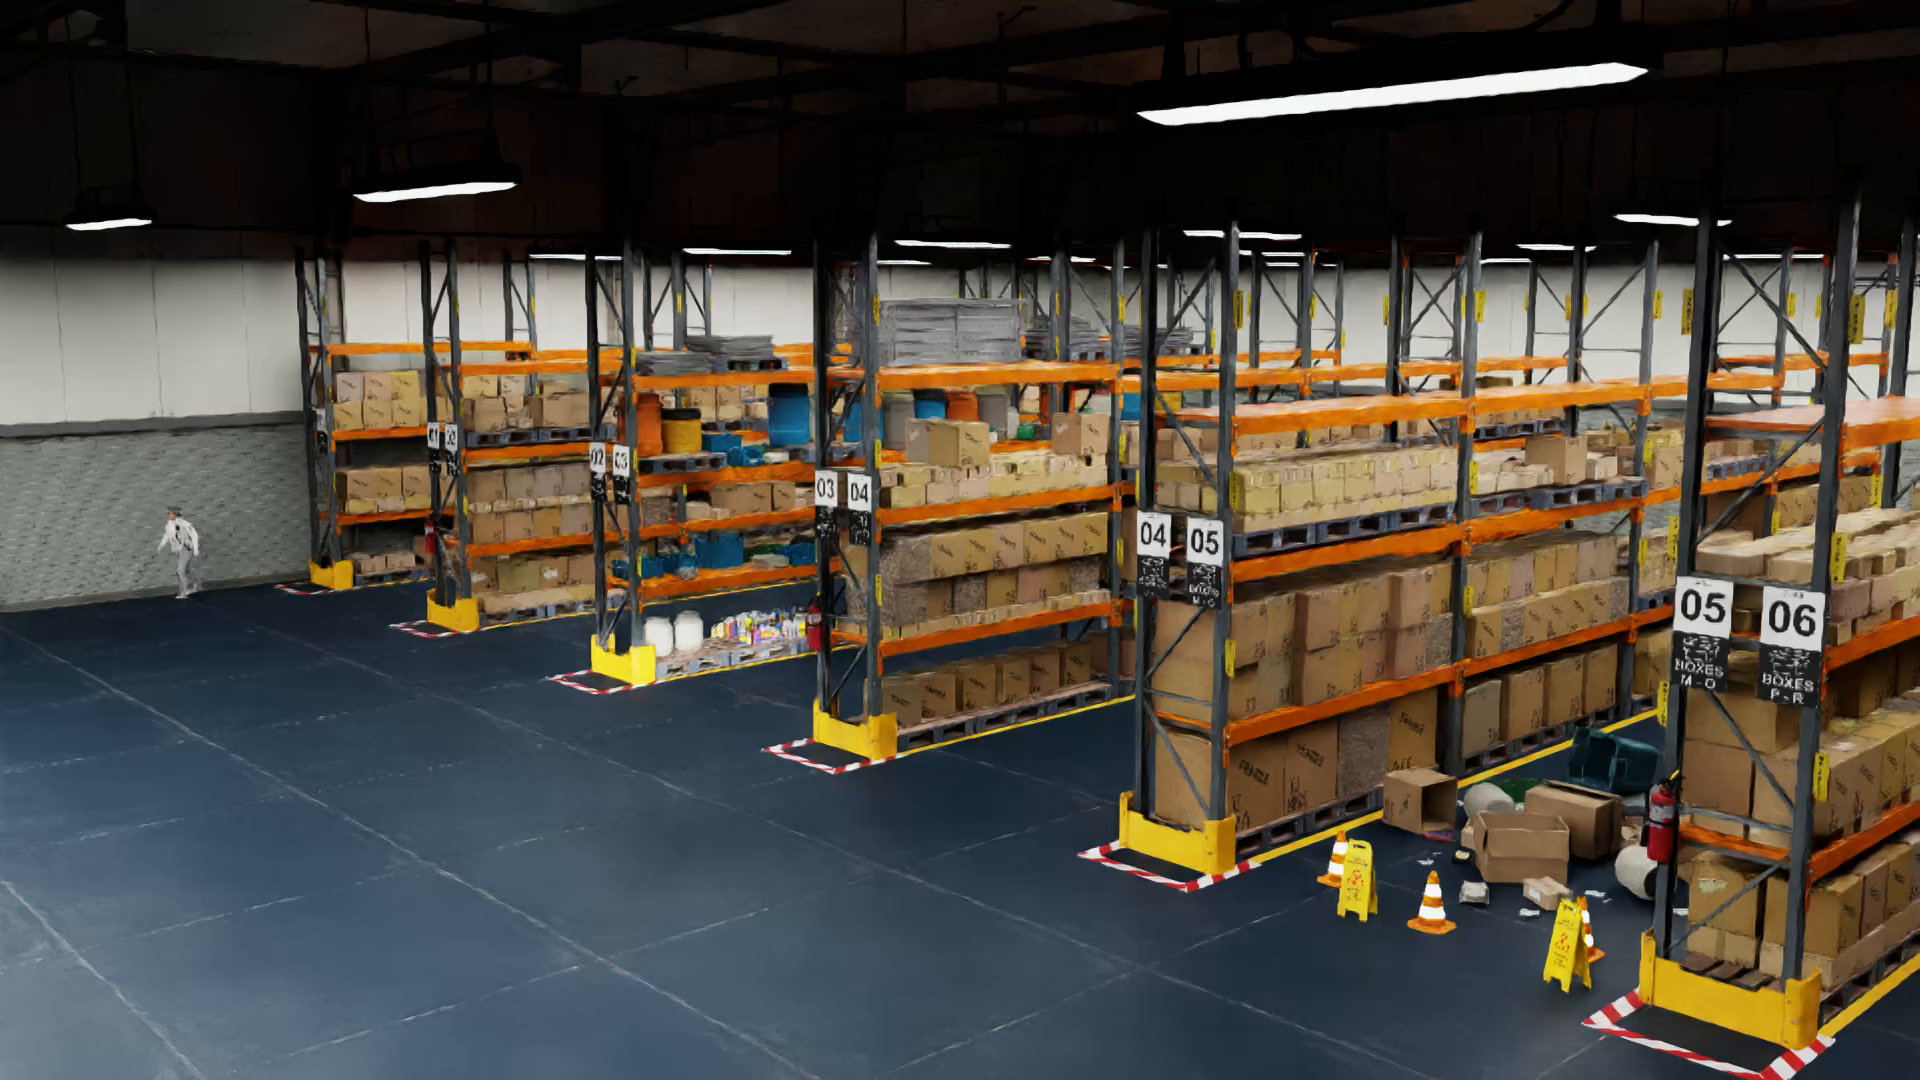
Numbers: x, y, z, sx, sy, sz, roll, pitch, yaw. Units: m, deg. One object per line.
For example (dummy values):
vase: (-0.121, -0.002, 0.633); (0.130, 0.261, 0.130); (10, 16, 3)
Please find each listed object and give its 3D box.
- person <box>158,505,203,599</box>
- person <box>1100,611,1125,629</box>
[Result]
person: (-13.370, 0.169, 28.638); (0.638, 1.607, 0.814); (5, 10, 30)
person: (2.196, 0.809, 24.108); (0.597, 1.659, 0.556); (-2, 9, -16)
